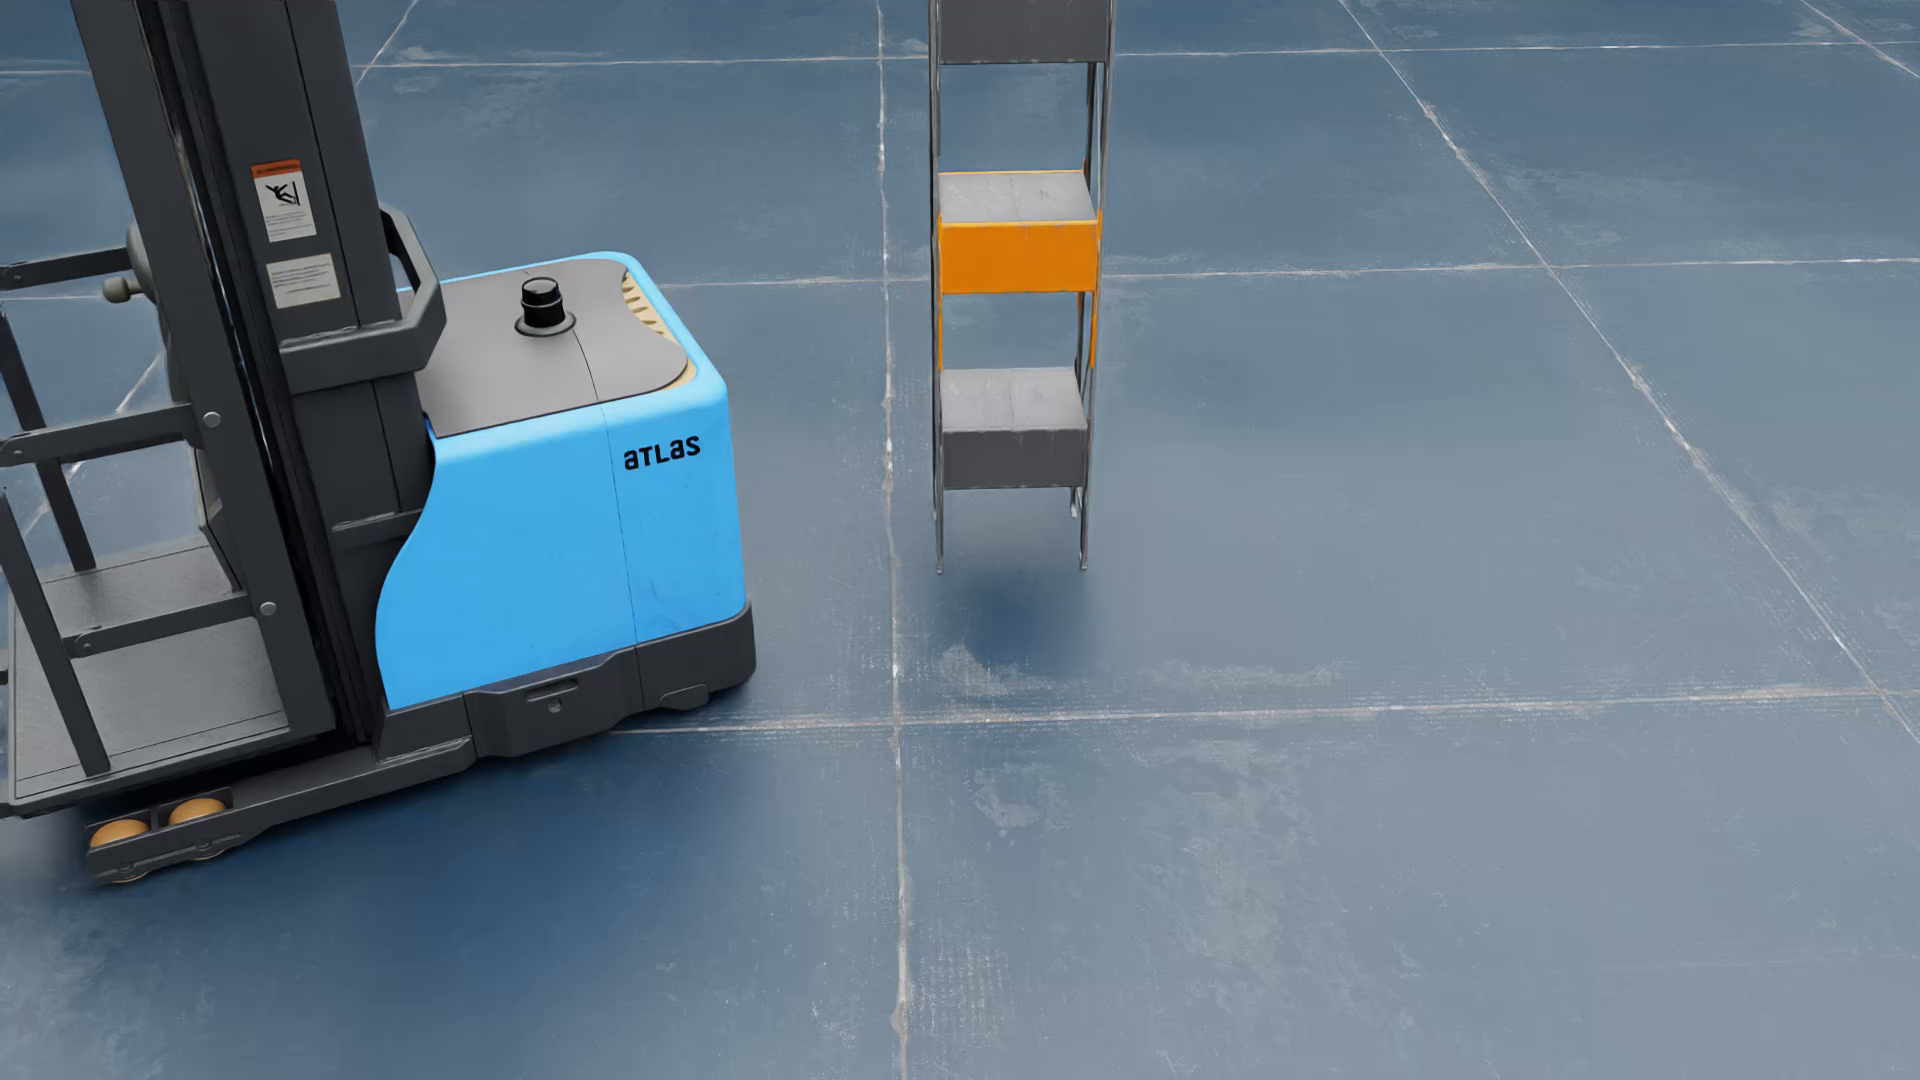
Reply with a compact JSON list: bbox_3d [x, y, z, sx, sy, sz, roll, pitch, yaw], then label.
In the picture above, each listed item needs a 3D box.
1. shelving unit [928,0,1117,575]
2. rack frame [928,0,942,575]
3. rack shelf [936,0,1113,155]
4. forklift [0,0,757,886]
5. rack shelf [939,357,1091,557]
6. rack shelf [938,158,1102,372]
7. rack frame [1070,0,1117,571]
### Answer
[{"bbox_3d":[0.165,-0.868,5.159,0.503,2.100,0.431,-2,35,-2],"label":"shelving unit"},{"bbox_3d":[-0.078,-0.861,5.149,0.015,2.100,0.400,-2,35,-2],"label":"rack frame"},{"bbox_3d":[0.165,-1.432,4.768,0.480,0.518,0.431,-2,35,-2],"label":"rack shelf"},{"bbox_3d":[-2.180,-0.637,4.095,3.031,2.935,1.130,-15,37,-20],"label":"forklift"},{"bbox_3d":[0.165,-0.281,5.565,0.480,0.518,0.431,-2,35,-2],"label":"rack shelf"},{"bbox_3d":[0.165,-0.857,5.167,0.480,0.518,0.431,-2,35,-2],"label":"rack shelf"},{"bbox_3d":[0.409,-0.874,5.168,0.015,2.100,0.400,-2,35,-2],"label":"rack frame"}]
